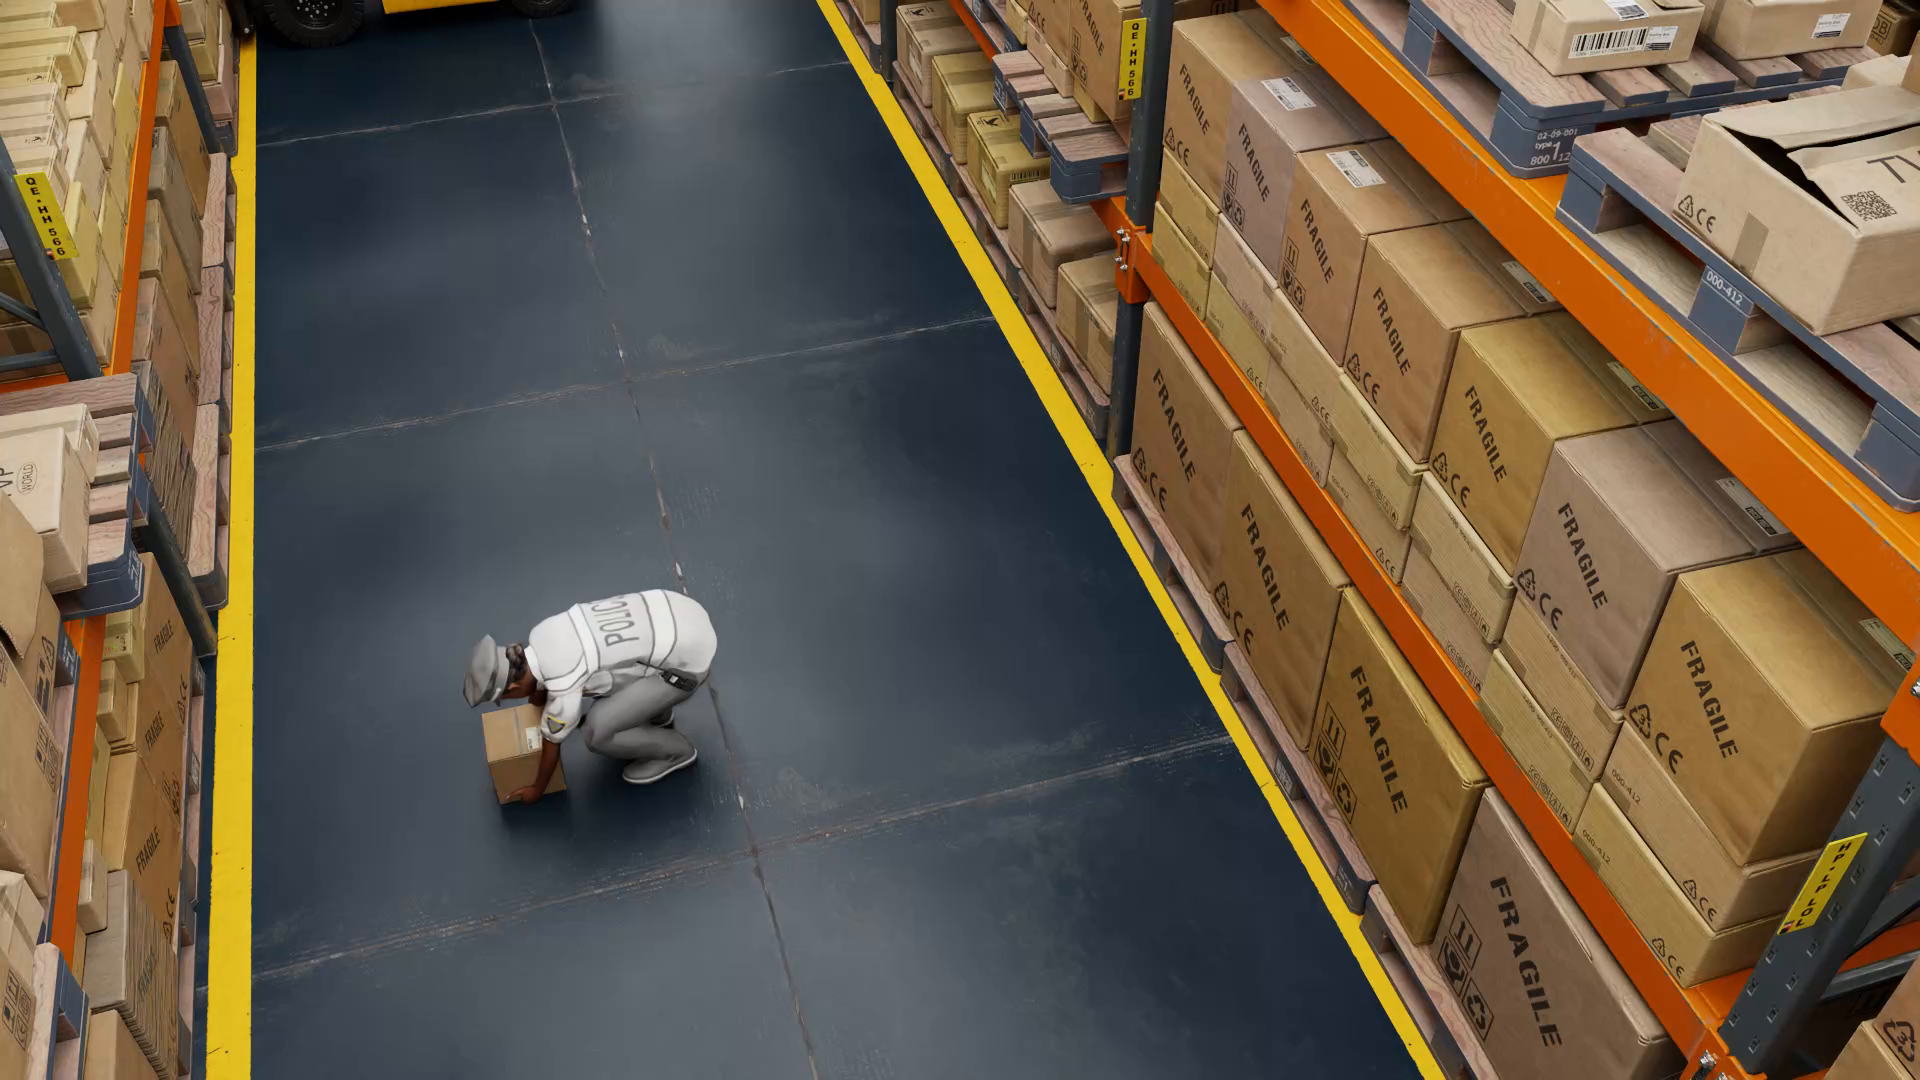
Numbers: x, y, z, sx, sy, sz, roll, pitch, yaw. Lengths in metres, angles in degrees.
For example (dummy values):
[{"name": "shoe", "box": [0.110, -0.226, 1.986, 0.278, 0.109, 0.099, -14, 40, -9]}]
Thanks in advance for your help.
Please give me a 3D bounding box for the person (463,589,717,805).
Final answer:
[{"name": "person", "box": [-1.355, 0.572, 6.224, 0.926, 0.765, 0.449, -13, 44, -14]}]
